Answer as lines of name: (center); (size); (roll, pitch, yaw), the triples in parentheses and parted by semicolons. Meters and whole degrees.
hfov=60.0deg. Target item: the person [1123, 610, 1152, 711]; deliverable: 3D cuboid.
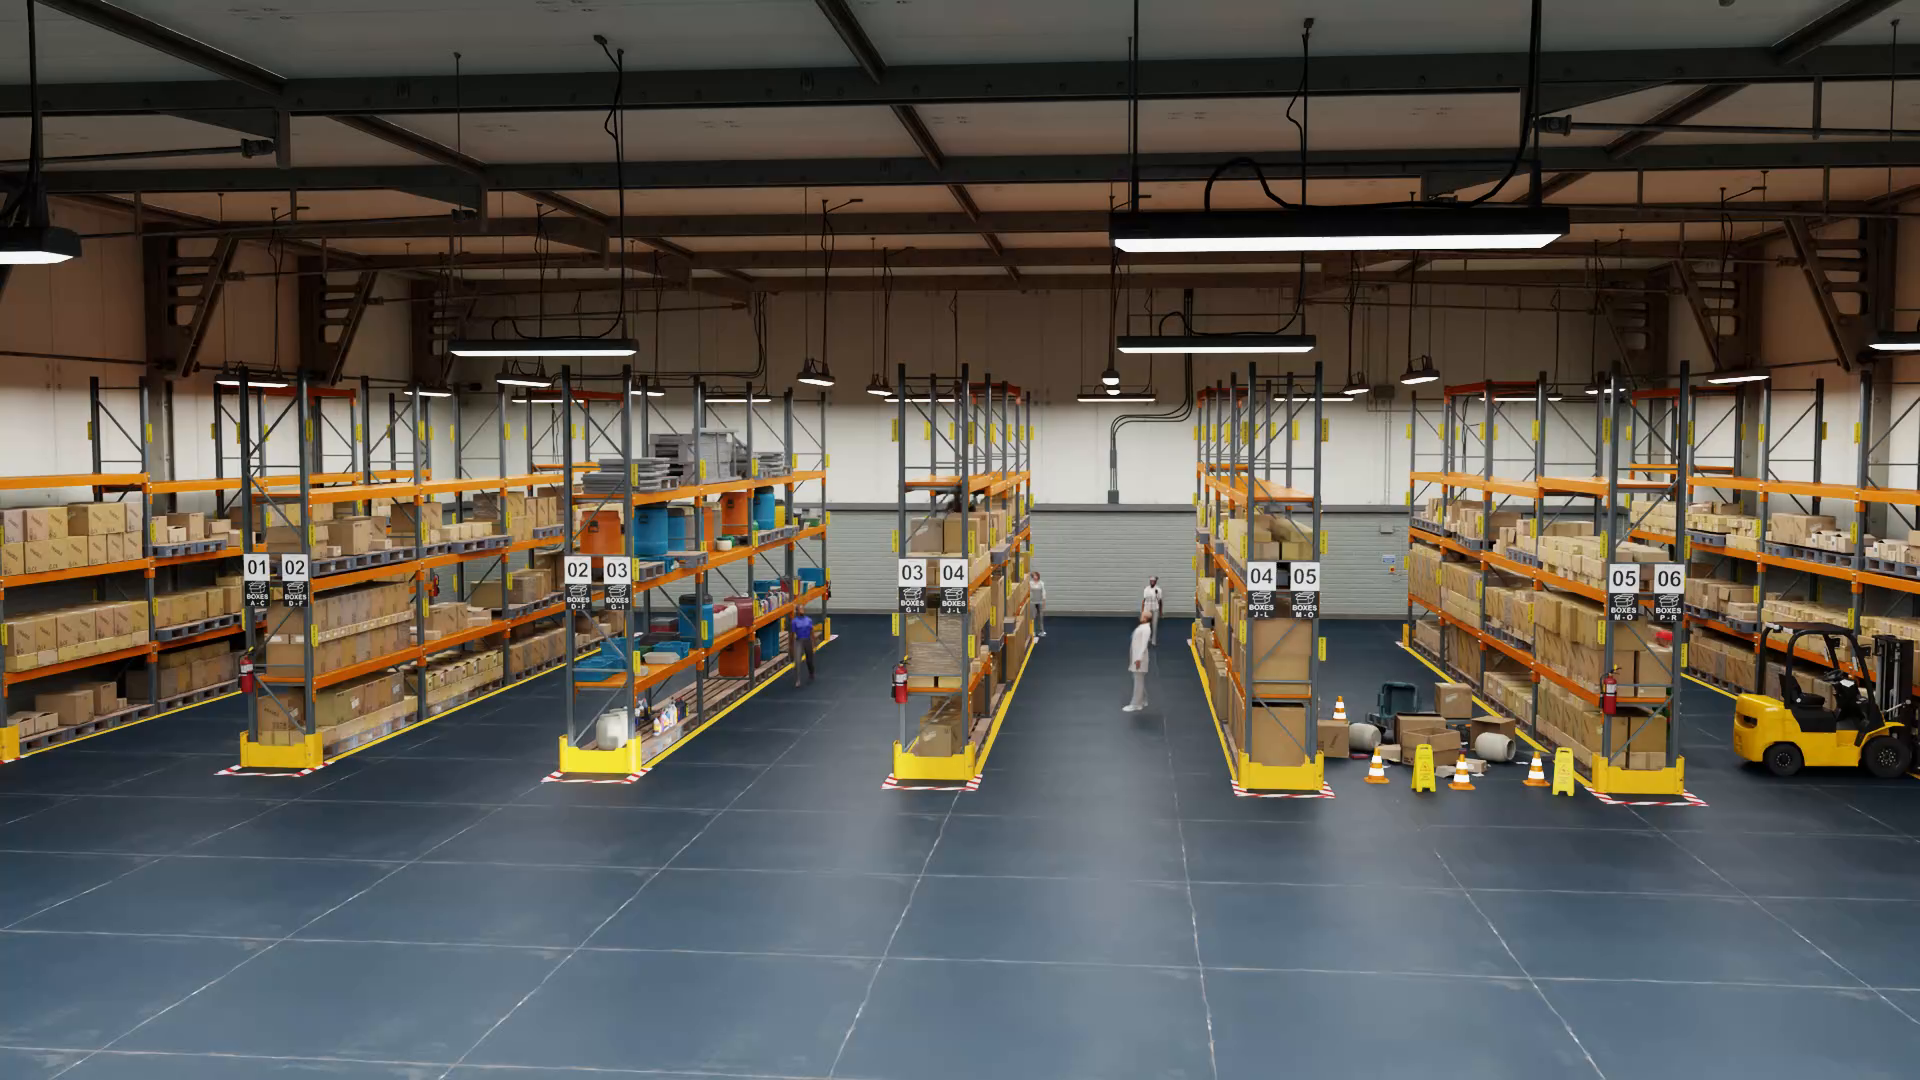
person: (3.142, 2.136, 29.583); (0.616, 1.775, 0.586); (-1, 4, -20)

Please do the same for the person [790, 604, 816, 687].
person: (-3.102, 2.073, 32.945); (0.539, 1.578, 0.929); (0, 4, 0)

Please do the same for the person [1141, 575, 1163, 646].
person: (4.554, 1.651, 39.402); (0.494, 1.648, 0.937); (1, 4, 10)

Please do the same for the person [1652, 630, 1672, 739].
person: (11.424, 2.368, 27.168); (0.601, 1.797, 0.437); (-3, 5, -37)

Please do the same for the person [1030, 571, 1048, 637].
person: (1.900, 1.577, 41.018); (0.465, 1.621, 0.354); (-1, 4, -22)
